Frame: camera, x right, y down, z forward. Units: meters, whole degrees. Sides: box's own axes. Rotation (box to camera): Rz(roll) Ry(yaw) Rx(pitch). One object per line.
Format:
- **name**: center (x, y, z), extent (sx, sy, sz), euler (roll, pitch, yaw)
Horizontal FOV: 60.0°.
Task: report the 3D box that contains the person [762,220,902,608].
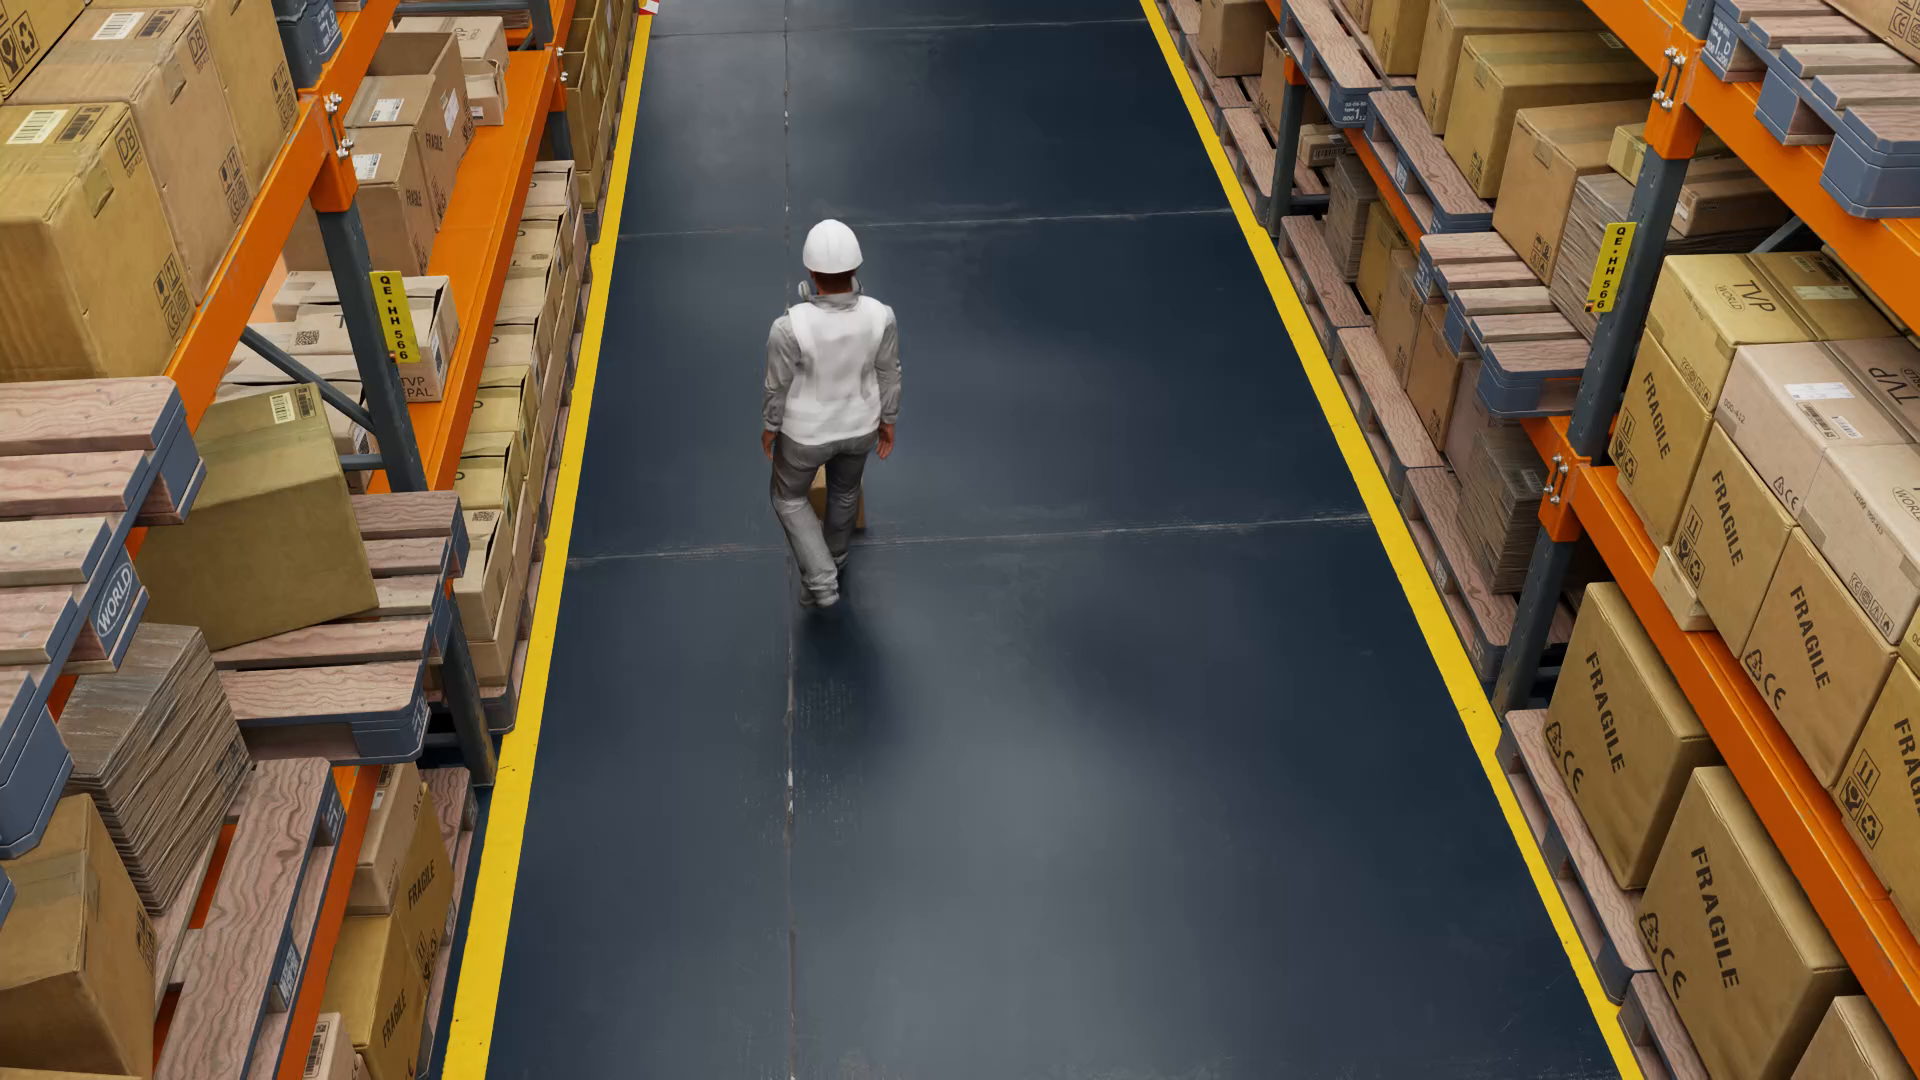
- **person**: center (-0.543, -0.508, 6.748), extent (0.557, 1.767, 0.692), euler (-15, 41, -18)
